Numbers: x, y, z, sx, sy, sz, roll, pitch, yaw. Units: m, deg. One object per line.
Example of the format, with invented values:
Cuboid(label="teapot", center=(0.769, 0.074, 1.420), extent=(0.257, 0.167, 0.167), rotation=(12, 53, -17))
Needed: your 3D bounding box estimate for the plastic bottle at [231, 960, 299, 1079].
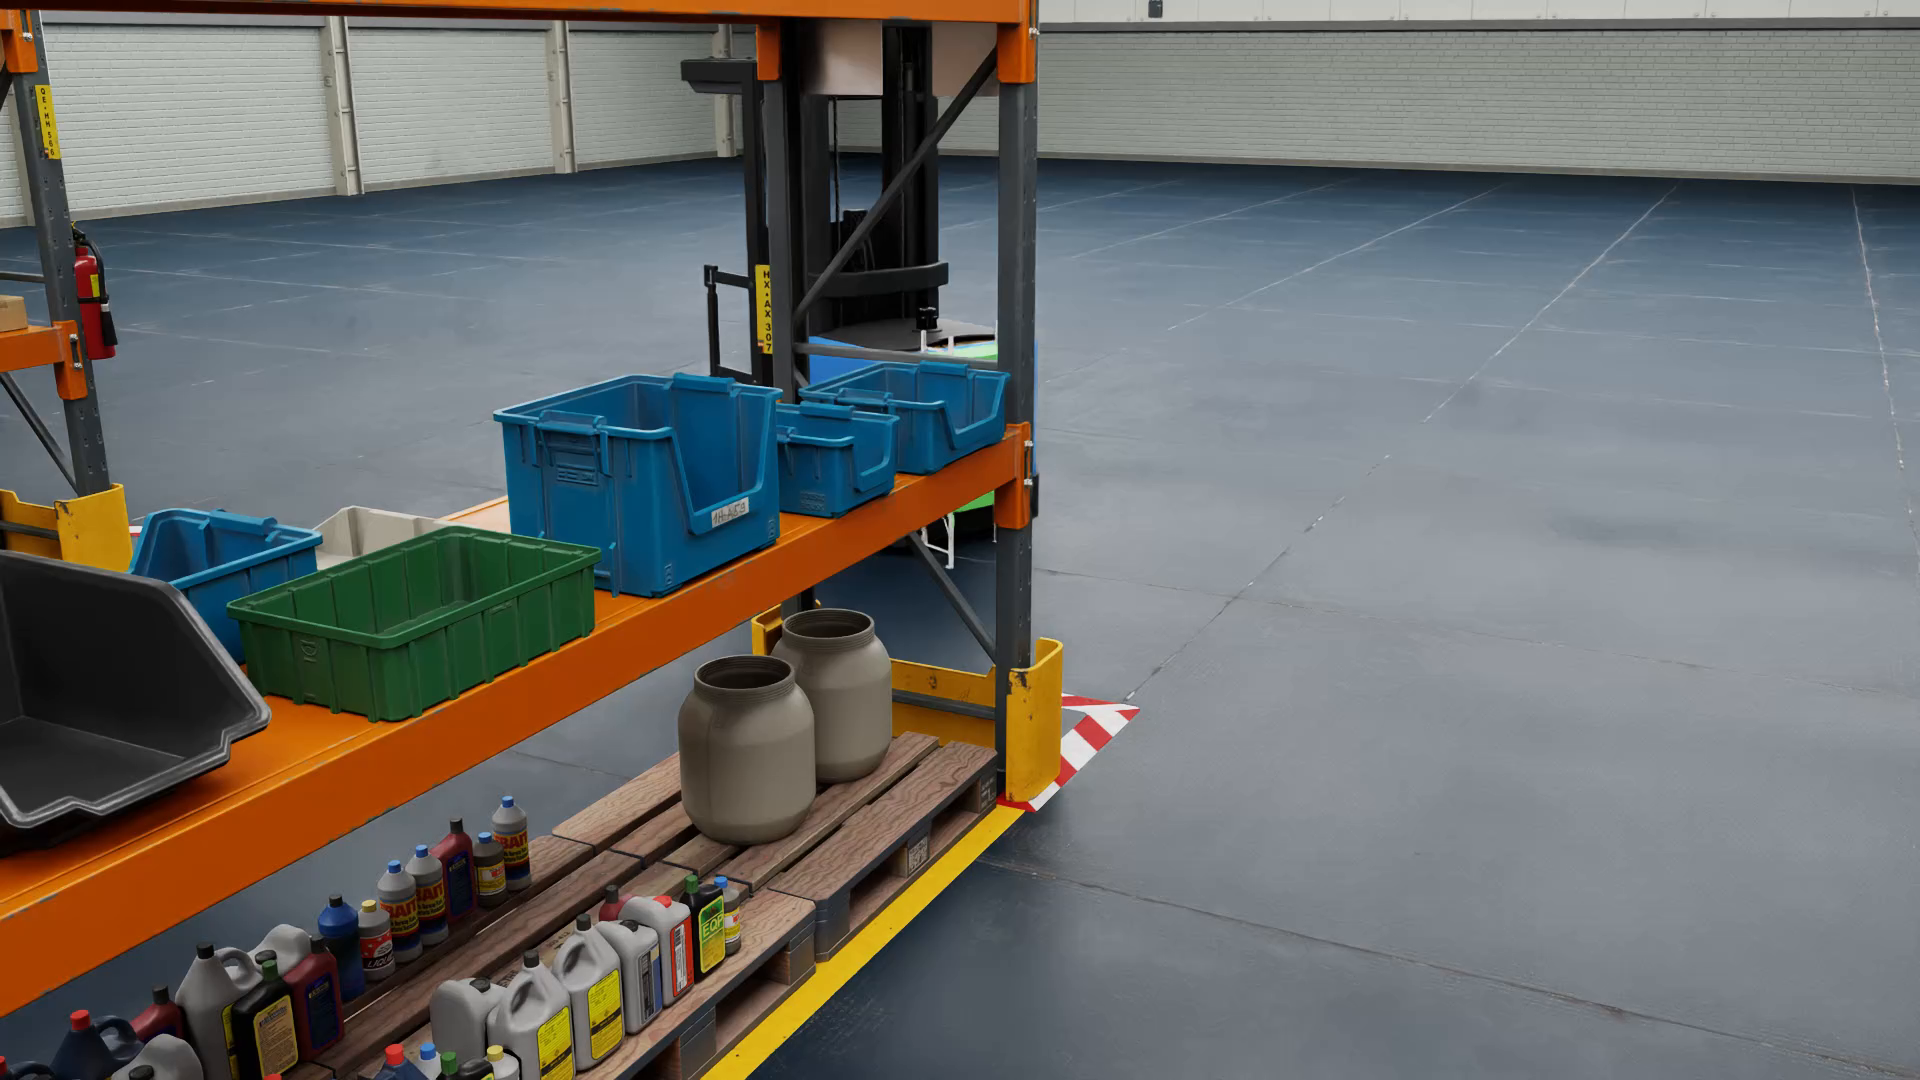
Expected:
Cuboid(label="plastic bottle", center=(-1.639, 1.140, 3.916), extent=(0.061, 0.283, 0.133), rotation=(8, 18, 25))

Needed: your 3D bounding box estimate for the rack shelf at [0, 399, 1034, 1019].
Cuboid(label="rack shelf", center=(-1.109, 0.209, 4.314), extent=(1.077, 0.370, 4.000), rotation=(8, 18, 25))

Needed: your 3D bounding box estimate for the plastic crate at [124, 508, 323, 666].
Cuboid(label="plastic crate", center=(-1.751, 0.129, 3.583), extent=(0.499, 0.251, 0.616), rotation=(8, 18, 25))

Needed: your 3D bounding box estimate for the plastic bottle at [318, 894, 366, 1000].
Cuboid(label="plastic bottle", center=(-1.593, 1.039, 4.278), extent=(0.097, 0.271, 0.097), rotation=(0, 17, 0))

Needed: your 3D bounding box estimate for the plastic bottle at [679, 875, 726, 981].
Cuboid(label="plastic bottle", center=(-0.680, 1.002, 4.380), extent=(0.061, 0.283, 0.133), rotation=(9, 19, 27))

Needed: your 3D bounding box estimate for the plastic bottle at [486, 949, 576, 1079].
Cuboid(label="plastic bottle", center=(-0.996, 1.124, 3.852), extent=(0.144, 0.351, 0.185), rotation=(8, 18, 25))

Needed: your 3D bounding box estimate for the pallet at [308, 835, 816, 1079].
Cuboid(label="pallet", center=(-1.121, 1.233, 4.502), extent=(1.003, 0.211, 1.213), rotation=(8, 18, 25))

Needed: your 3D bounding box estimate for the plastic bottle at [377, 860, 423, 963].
Cuboid(label="plastic bottle", center=(-1.502, 0.987, 4.452), extent=(0.097, 0.271, 0.097), rotation=(0, 17, 0))

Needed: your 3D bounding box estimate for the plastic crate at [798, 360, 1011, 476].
Cuboid(label="plastic crate", center=(-0.171, -0.408, 5.391), extent=(0.499, 0.251, 0.616), rotation=(8, 18, 25))

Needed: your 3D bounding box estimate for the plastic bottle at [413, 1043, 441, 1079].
Cuboid(label="plastic bottle", center=(-1.154, 1.228, 3.641), extent=(0.097, 0.271, 0.097), rotation=(0, 17, 0))

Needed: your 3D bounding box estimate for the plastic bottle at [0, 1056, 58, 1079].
Cuboid(label="plastic bottle", center=(-1.973, 1.232, 3.487), extent=(0.144, 0.351, 0.185), rotation=(8, 18, 24))

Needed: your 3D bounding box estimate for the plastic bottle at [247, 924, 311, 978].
Cuboid(label="plastic bottle", center=(-1.666, 1.096, 4.077), extent=(0.152, 0.276, 0.135), rotation=(8, 19, 26))

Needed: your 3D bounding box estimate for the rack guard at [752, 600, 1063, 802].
Cuboid(label="rack guard", center=(-0.207, 0.579, 6.198), extent=(1.175, 0.500, 0.348), rotation=(8, 18, 25))

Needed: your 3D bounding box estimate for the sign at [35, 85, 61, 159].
Cuboid(label="sign", center=(-4.159, -1.906, 7.584), extent=(0.100, 0.325, 0.005), rotation=(8, 18, 25))

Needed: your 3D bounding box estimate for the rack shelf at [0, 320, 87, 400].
Cuboid(label="rack shelf", center=(-5.540, -0.421, 6.436), extent=(1.077, 0.370, 4.000), rotation=(8, 18, 25))

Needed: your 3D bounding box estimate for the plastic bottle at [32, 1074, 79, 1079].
Cuboid(label="plastic bottle", center=(-1.844, 1.251, 3.425), extent=(0.144, 0.351, 0.185), rotation=(8, 18, 25))

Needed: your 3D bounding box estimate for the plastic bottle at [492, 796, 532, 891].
Cuboid(label="plastic bottle", center=(-1.304, 0.874, 4.832), extent=(0.097, 0.271, 0.097), rotation=(0, 17, 0))

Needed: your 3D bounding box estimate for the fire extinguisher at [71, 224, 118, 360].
Cuboid(label="fire extinguisher", center=(-4.183, -1.208, 7.960), extent=(0.296, 0.674, 0.183), rotation=(8, 18, 25))

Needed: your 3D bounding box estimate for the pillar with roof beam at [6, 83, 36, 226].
Cuboid(label="pillar with roof beam", center=(-9.858, -8.488, 21.798), extent=(9.100, 9.000, 0.400), rotation=(8, 18, 25))

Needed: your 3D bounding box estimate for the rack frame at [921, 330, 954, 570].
Cuboid(label="rack frame", center=(-0.114, -0.451, 8.436), extent=(0.015, 1.200, 0.240), rotation=(-13, 21, -37))

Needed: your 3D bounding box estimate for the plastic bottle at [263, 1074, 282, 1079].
Cuboid(label="plastic bottle", center=(-1.400, 1.262, 3.388), extent=(0.144, 0.351, 0.185), rotation=(8, 18, 25))

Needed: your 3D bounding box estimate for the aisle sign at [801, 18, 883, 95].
Cuboid(label="aisle sign", center=(-0.445, -1.947, 5.744), extent=(0.394, 0.787, 0.004), rotation=(8, 18, 25))

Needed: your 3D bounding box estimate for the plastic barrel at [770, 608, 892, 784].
Cuboid(label="plastic barrel", center=(-0.441, 0.524, 5.624), extent=(0.421, 0.512, 0.421), rotation=(0, 17, 0))

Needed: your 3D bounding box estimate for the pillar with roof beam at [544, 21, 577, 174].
Cuboid(label="pillar with roof beam", center=(-4.496, -11.545, 32.089), extent=(9.100, 9.000, 0.400), rotation=(8, 18, 25))

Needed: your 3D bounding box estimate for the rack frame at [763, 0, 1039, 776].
Cuboid(label="rack frame", center=(-0.215, -0.645, 5.927), extent=(1.000, 3.000, 0.127), rotation=(8, 18, 25))

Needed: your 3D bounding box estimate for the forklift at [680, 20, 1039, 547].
Cuboid(label="forklift", center=(-0.883, -1.713, 9.645), extent=(1.130, 2.935, 3.031), rotation=(-13, 21, -37))

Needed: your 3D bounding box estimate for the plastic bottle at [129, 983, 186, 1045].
Cuboid(label="plastic bottle", center=(-1.851, 1.169, 3.819), extent=(0.061, 0.283, 0.133), rotation=(9, 19, 29))

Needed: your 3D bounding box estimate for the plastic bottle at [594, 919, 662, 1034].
Cuboid(label="plastic bottle", center=(-0.843, 1.070, 4.166), extent=(0.152, 0.276, 0.135), rotation=(8, 18, 24))

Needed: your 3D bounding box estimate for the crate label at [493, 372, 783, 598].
Cuboid(label="crate label", center=(-0.796, -0.159, 4.228), extent=(0.502, 0.435, 0.616), rotation=(8, 18, 25))

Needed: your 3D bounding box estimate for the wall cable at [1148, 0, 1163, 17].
Cuboid(label="wall cable", center=(5.319, -14.622, 36.475), extent=(2.305, 6.003, 0.169), rotation=(8, 18, 25))

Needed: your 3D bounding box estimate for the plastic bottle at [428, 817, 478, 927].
Cuboid(label="plastic bottle", center=(-1.422, 0.924, 4.644), extent=(0.061, 0.283, 0.133), rotation=(8, 19, 26))

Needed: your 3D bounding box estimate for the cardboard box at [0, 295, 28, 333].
Cuboid(label="cardboard box", center=(-4.589, -1.056, 7.752), extent=(0.380, 0.149, 0.250), rotation=(8, 18, 25))

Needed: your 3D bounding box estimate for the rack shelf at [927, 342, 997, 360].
Cuboid(label="rack shelf", center=(0.075, -0.894, 8.465), extent=(0.480, 0.148, 0.258), rotation=(-13, 21, -37))

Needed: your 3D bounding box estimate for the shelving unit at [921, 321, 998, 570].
Cuboid(label="shelving unit", center=(0.075, -0.495, 8.583), extent=(0.503, 1.200, 0.258), rotation=(-13, 21, -37))

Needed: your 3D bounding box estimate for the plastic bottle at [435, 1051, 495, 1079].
Cuboid(label="plastic bottle", center=(-1.075, 1.228, 3.621), extent=(0.061, 0.283, 0.133), rotation=(9, 19, 28))
